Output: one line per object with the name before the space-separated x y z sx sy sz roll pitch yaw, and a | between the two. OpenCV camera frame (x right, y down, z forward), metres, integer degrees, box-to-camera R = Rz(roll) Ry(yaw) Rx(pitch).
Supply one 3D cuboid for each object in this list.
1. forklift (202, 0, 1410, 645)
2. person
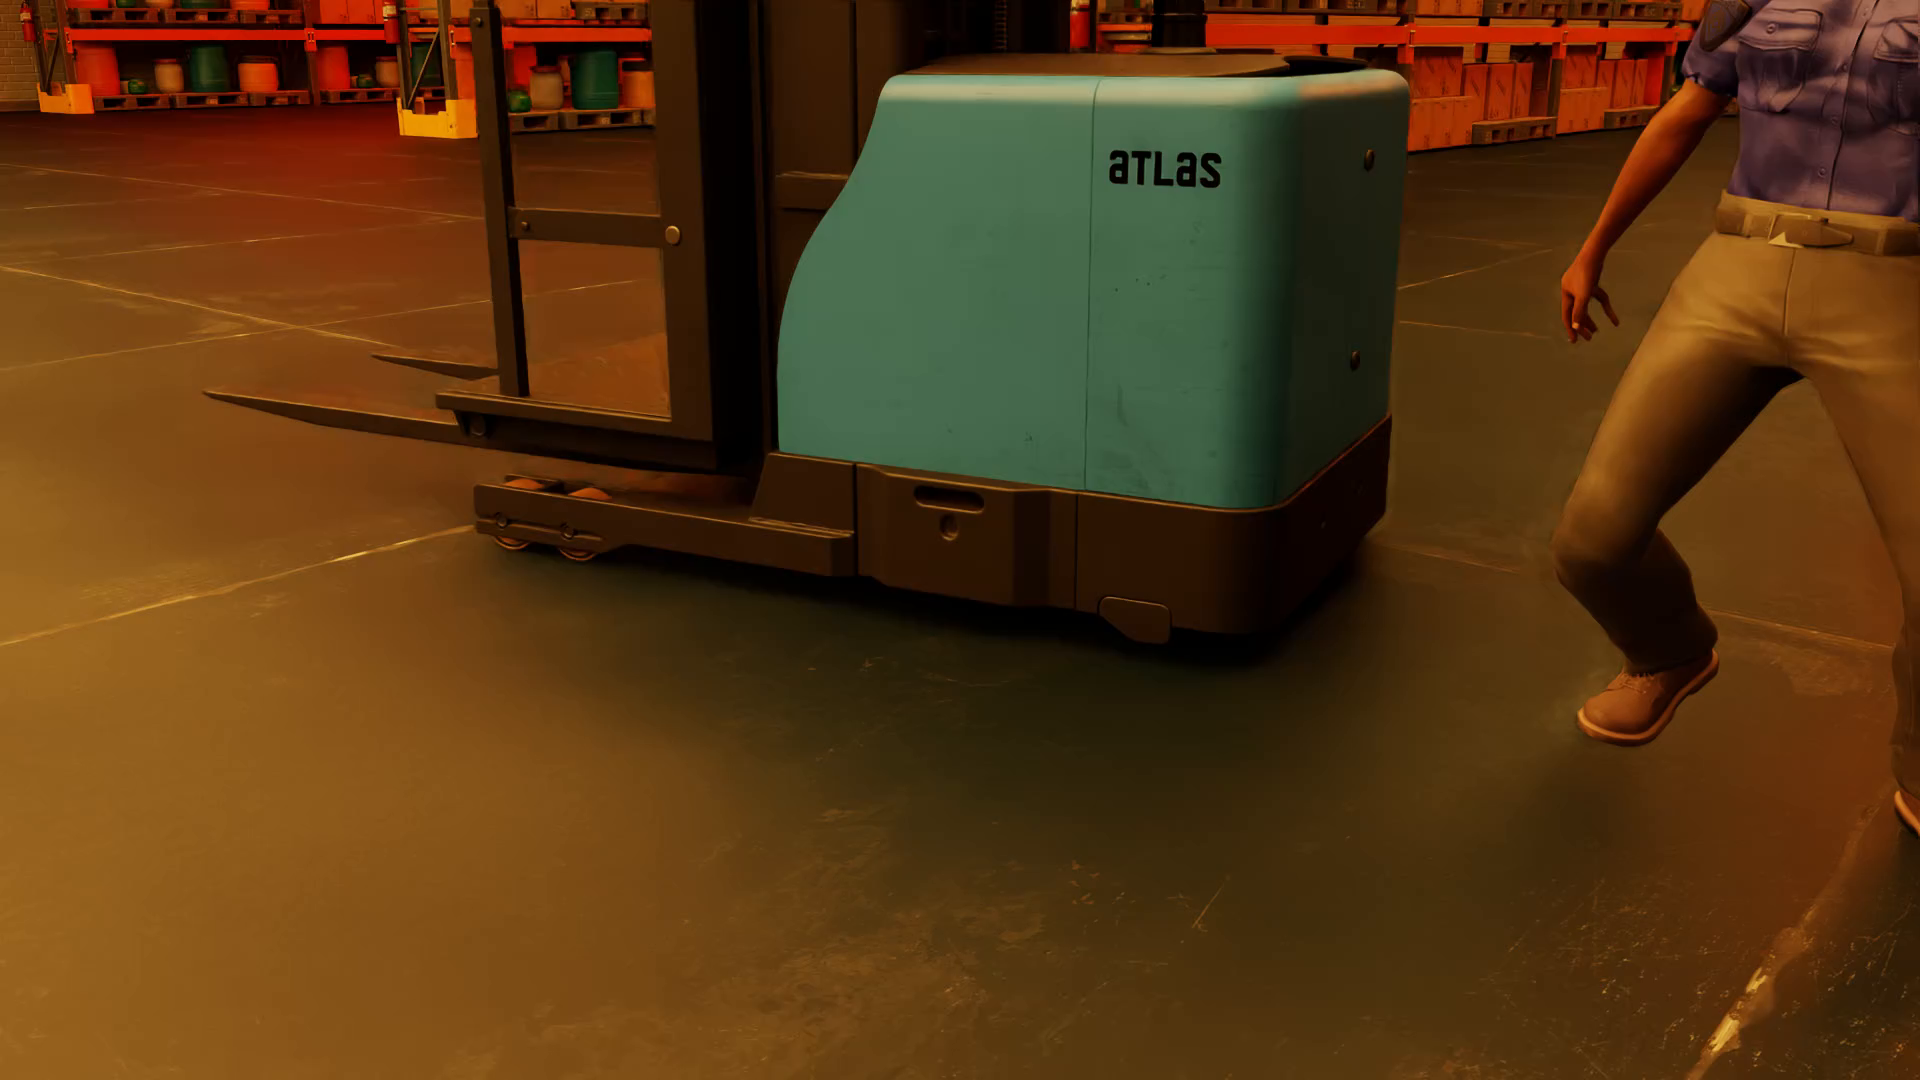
forklift | -0.553 -1.480 3.771 3.031 2.935 1.130 8 19 26
person | 1.209 -0.329 2.353 0.473 1.576 0.814 -15 23 -41
